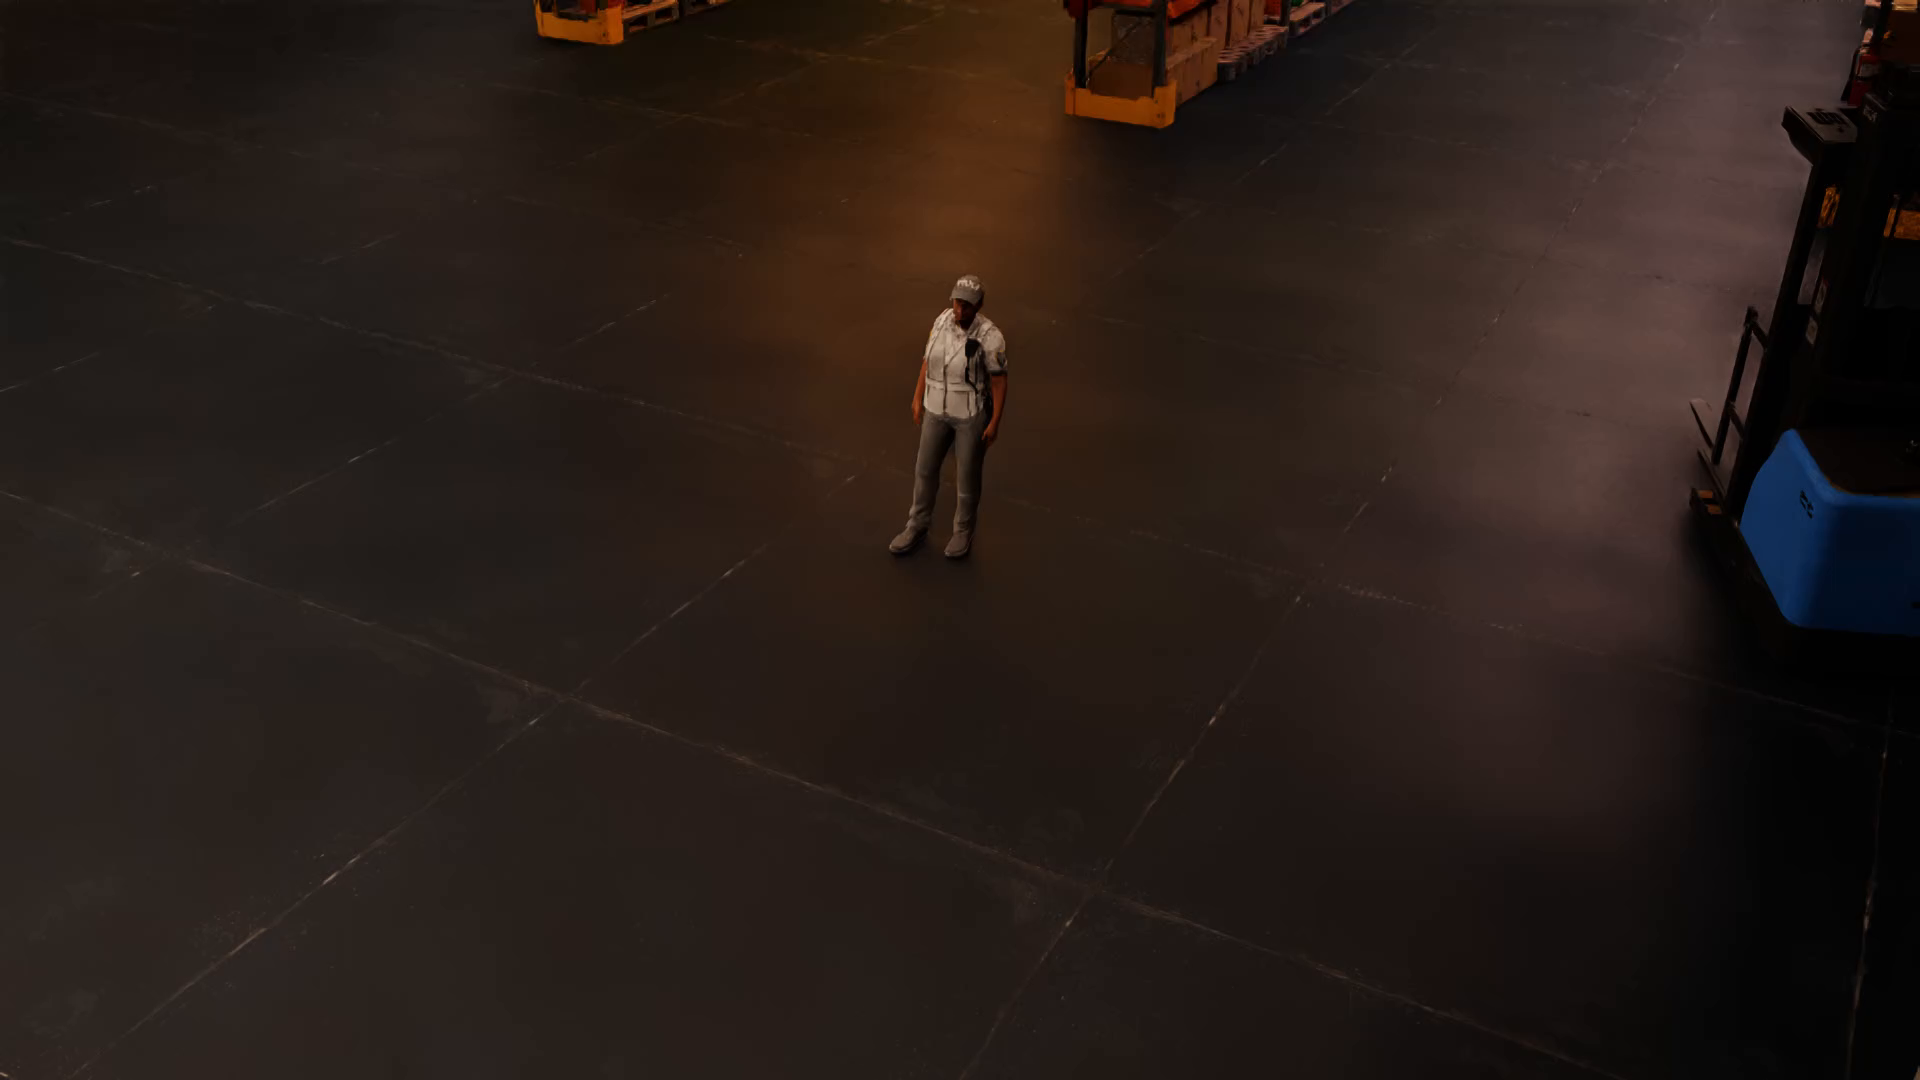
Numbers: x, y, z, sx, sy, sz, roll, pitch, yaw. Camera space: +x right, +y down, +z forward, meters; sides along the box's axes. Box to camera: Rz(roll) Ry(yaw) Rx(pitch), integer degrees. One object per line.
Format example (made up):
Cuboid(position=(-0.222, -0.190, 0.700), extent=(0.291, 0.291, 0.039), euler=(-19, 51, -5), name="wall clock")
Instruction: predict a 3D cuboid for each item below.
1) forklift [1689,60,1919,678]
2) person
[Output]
Cuboid(position=(5.026, -1.254, 9.243), extent=(1.130, 2.935, 3.031), euler=(4, 30, 8), name="forklift")
Cuboid(position=(-0.057, -0.700, 9.534), extent=(0.598, 1.669, 0.529), euler=(15, 33, 25), name="person")
